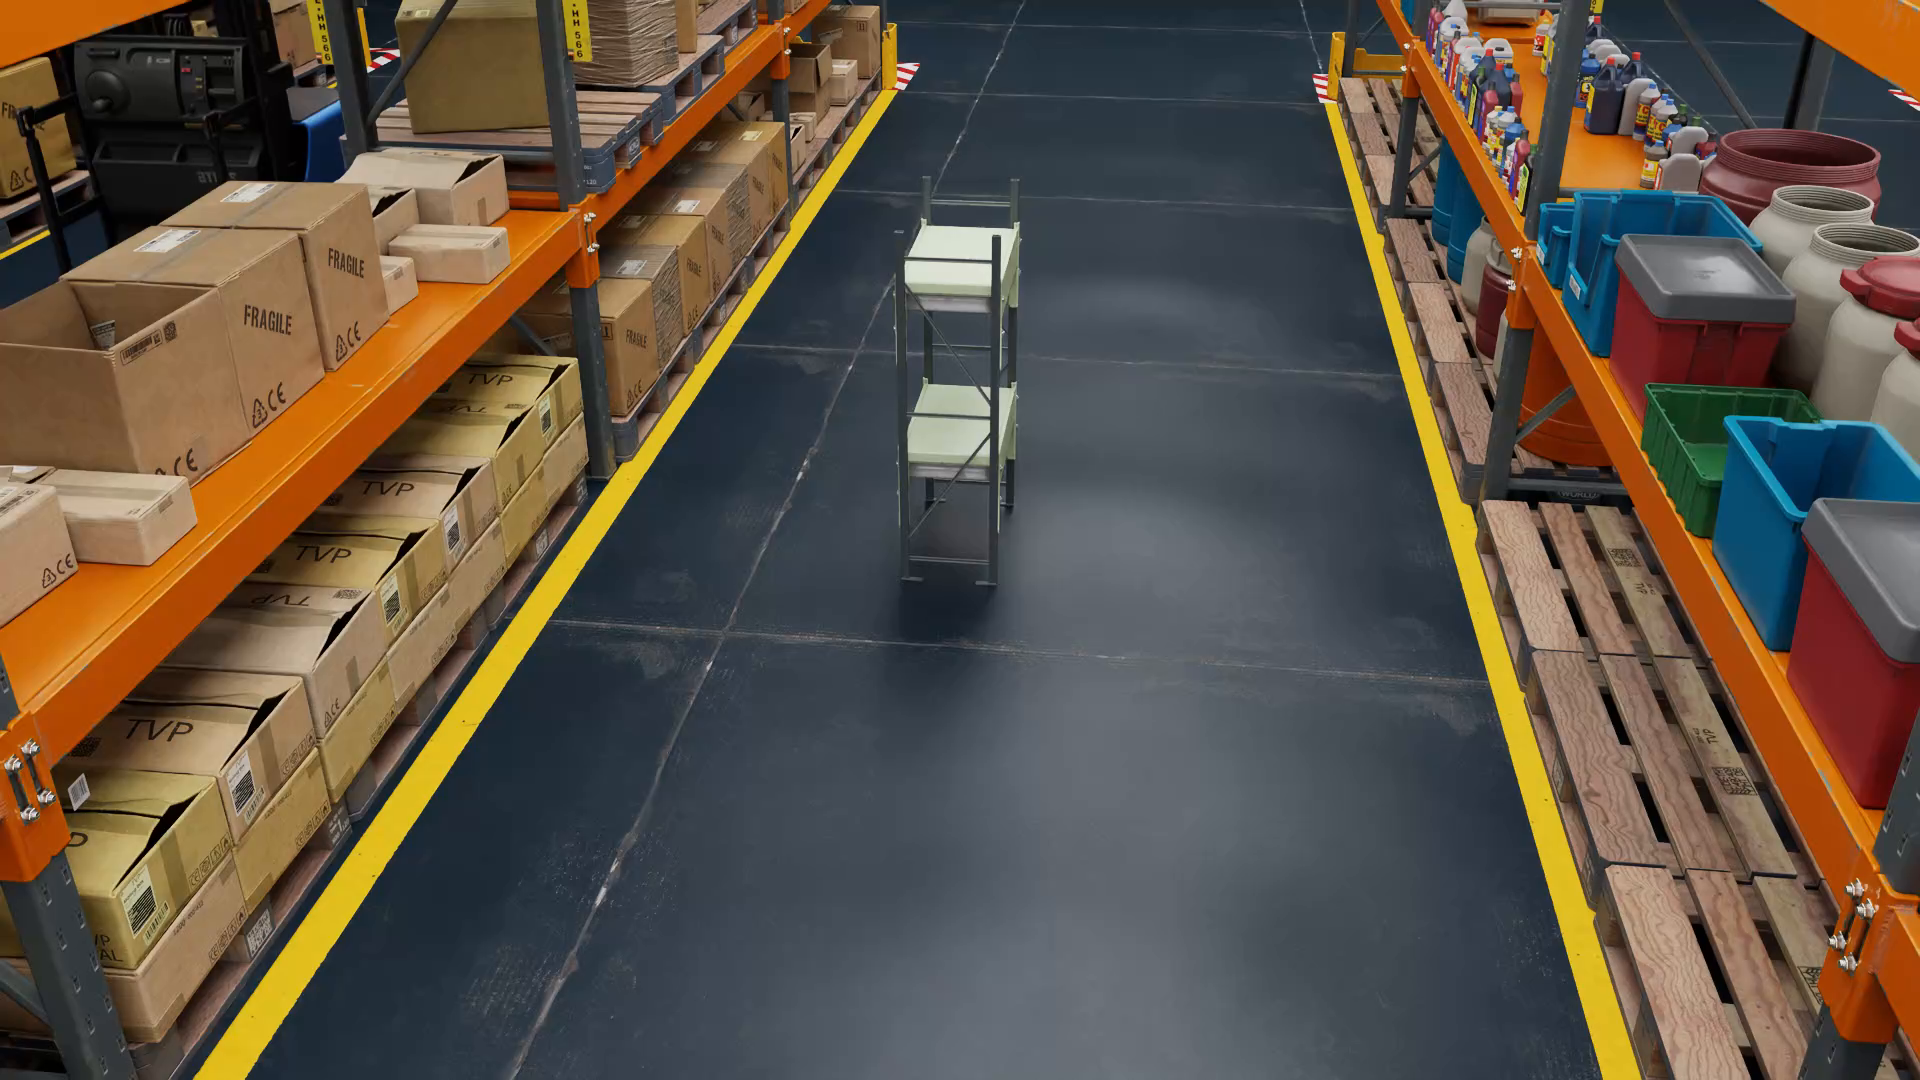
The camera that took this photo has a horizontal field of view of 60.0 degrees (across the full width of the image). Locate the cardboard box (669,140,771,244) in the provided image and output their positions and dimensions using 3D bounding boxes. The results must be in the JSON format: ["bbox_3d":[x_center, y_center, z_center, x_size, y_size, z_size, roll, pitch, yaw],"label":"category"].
[{"bbox_3d":[-1.479,-2.146,10.241,0.500,0.500,0.500,3,29,6],"label":"cardboard box"}]

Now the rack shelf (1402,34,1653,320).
[{"bbox_3d":[3.037,-1.986,8.532,1.077,0.370,4.000,3,28,6],"label":"rack shelf"}]

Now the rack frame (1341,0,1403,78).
[{"bbox_3d":[3.772,-5.127,13.603,1.000,3.000,0.127,3,28,6],"label":"rack frame"}]

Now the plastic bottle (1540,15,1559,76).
[{"bbox_3d":[3.351,-2.779,9.297,0.144,0.351,0.185,3,28,6],"label":"plastic bottle"}]

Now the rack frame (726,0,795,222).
[{"bbox_3d":[-1.634,-3.533,10.646,1.000,3.000,0.127,3,28,6],"label":"rack frame"}]

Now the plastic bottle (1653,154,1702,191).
[{"bbox_3d":[3.014,-1.500,7.003,0.152,0.276,0.135,3,28,6],"label":"plastic bottle"}]

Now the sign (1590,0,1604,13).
[{"bbox_3d":[3.827,-3.333,9.982,0.100,0.325,0.005,3,28,6],"label":"sign"}]

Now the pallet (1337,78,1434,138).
[{"bbox_3d":[3.632,-3.513,13.548,1.003,0.211,1.213,3,28,6],"label":"pallet"}]

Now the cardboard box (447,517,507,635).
[{"bbox_3d":[-2.071,0.116,6.328,0.500,0.250,0.500,4,29,7],"label":"cardboard box"}]

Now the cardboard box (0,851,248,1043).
[{"bbox_3d":[-2.319,1.082,4.534,0.500,0.250,0.500,3,28,5],"label":"cardboard box"}]

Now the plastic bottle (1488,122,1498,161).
[{"bbox_3d":[2.538,-1.880,7.786,0.097,0.201,0.097,0,28,0],"label":"plastic bottle"}]

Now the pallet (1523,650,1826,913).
[{"bbox_3d":[2.506,0.802,5.539,1.003,0.211,1.213,3,28,6],"label":"pallet"}]

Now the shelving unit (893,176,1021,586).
[{"bbox_3d":[-0.001,-0.657,6.888,0.431,1.500,0.755,3,28,6],"label":"shelving unit"}]

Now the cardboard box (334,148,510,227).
[{"bbox_3d":[-2.212,-1.443,6.859,0.500,0.311,0.500,5,29,9],"label":"cardboard box"}]

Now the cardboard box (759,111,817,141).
[{"bbox_3d":[-1.272,-3.073,12.314,0.380,0.166,0.250,3,28,6],"label":"cardboard box"}]

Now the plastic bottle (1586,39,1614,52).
[{"bbox_3d":[3.448,-2.576,8.999,0.152,0.276,0.135,3,28,6],"label":"plastic bottle"}]

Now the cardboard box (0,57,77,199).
[{"bbox_3d":[-6.501,-2.745,11.005,0.750,0.750,0.750,4,29,7],"label":"cardboard box"}]

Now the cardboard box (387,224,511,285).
[{"bbox_3d":[-1.960,-1.101,6.395,0.380,0.149,0.250,3,28,6],"label":"cardboard box"}]

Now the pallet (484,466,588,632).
[{"bbox_3d":[-2.264,-0.038,7.097,1.003,0.211,1.213,3,28,6],"label":"pallet"}]

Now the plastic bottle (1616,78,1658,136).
[{"bbox_3d":[3.335,-2.144,8.198,0.152,0.276,0.135,3,28,6],"label":"plastic bottle"}]

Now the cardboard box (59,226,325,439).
[{"bbox_3d":[-2.378,-0.656,5.200,0.500,0.500,0.500,3,28,6],"label":"cardboard box"}]

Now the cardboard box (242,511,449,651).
[{"bbox_3d":[-2.129,0.107,5.753,0.500,0.311,0.500,4,29,8],"label":"cardboard box"}]

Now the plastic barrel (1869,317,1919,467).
[{"bbox_3d":[2.726,-0.321,4.540,0.433,0.535,0.433,0,28,0],"label":"plastic barrel"}]

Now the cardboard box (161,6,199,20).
[{"bbox_3d":[-6.384,-4.211,13.412,0.380,0.149,0.250,4,29,7],"label":"cardboard box"}]

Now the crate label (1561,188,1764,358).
[{"bbox_3d":[2.401,-0.925,5.766,0.502,0.435,0.616,3,28,6],"label":"crate label"}]

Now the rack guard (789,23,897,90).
[{"bbox_3d":[-1.153,-4.280,14.668,1.175,0.500,0.348,3,28,6],"label":"rack guard"}]

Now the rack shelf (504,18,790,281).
[{"bbox_3d":[-1.879,-2.275,9.069,1.077,0.370,4.000,3,28,6],"label":"rack shelf"}]

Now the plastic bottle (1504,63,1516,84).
[{"bbox_3d":[2.783,-2.293,8.480,0.097,0.271,0.097,0,28,0],"label":"plastic bottle"}]

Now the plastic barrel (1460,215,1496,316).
[{"bbox_3d":[2.953,-1.484,9.023,0.421,0.512,0.421,0,28,0],"label":"plastic barrel"}]

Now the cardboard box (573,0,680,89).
[{"bbox_3d":[-1.857,-2.602,8.369,0.700,0.500,0.500,9,30,16],"label":"cardboard box"}]

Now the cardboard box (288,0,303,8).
[{"bbox_3d":[-5.882,-4.666,14.257,0.380,0.149,0.250,3,28,6],"label":"cardboard box"}]

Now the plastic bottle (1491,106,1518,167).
[{"bbox_3d":[2.526,-1.865,7.684,0.097,0.271,0.097,0,28,0],"label":"plastic bottle"}]

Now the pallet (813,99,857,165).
[{"bbox_3d":[-1.402,-3.205,12.976,1.003,0.211,1.213,3,28,6],"label":"pallet"}]

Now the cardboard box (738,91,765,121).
[{"bbox_3d":[-1.754,-3.181,12.363,0.500,0.311,0.500,3,28,6],"label":"cardboard box"}]

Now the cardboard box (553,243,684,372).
[{"bbox_3d":[-1.726,-1.188,8.465,0.500,0.500,0.500,2,28,4],"label":"cardboard box"}]

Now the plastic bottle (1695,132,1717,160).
[{"bbox_3d":[3.251,-1.647,7.267,0.061,0.283,0.133,3,28,6],"label":"plastic bottle"}]

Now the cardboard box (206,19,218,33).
[{"bbox_3d":[-6.169,-3.979,13.666,0.700,0.500,0.500,2,28,5],"label":"cardboard box"}]

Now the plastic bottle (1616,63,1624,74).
[{"bbox_3d":[3.339,-2.286,8.465,0.097,0.271,0.097,0,28,0],"label":"plastic bottle"}]

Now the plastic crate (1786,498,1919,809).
[{"bbox_3d":[2.057,0.248,3.560,0.402,0.464,0.583,3,28,6],"label":"plastic crate"}]

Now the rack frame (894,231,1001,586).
[{"bbox_3d":[-0.046,-0.485,6.569,0.400,1.500,0.023,3,28,6],"label":"rack frame"}]

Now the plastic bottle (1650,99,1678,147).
[{"bbox_3d":[3.308,-1.931,7.808,0.097,0.271,0.097,0,28,0],"label":"plastic bottle"}]

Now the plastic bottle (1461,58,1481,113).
[{"bbox_3d":[2.652,-2.348,8.581,0.097,0.271,0.097,0,28,0],"label":"plastic bottle"}]

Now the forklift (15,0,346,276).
[{"bbox_3d":[-4.239,-2.383,8.583,1.130,2.935,3.031,3,28,5],"label":"forklift"}]

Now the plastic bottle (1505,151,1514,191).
[{"bbox_3d":[2.478,-1.651,7.361,0.097,0.201,0.097,0,28,0],"label":"plastic bottle"}]

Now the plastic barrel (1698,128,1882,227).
[{"bbox_3d":[3.035,-1.185,6.143,0.600,0.536,0.708,3,28,6],"label":"plastic barrel"}]

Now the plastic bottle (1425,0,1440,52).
[{"bbox_3d":[2.813,-3.045,9.862,0.061,0.283,0.133,3,28,6],"label":"plastic bottle"}]

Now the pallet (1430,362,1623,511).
[{"bbox_3d":[2.847,-0.507,7.968,1.003,0.211,1.213,3,28,6],"label":"pallet"}]

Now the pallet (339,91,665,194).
[{"bbox_3d":[-2.111,-1.889,7.796,1.213,0.211,1.003,3,28,6],"label":"pallet"}]

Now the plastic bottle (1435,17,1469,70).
[{"bbox_3d":[2.802,-2.821,9.455,0.152,0.276,0.135,3,28,6],"label":"plastic bottle"}]

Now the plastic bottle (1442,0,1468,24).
[{"bbox_3d":[2.912,-3.056,9.812,0.144,0.351,0.185,3,28,6],"label":"plastic bottle"}]

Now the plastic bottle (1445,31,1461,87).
[{"bbox_3d":[2.705,-2.627,9.086,0.061,0.283,0.133,3,28,6],"label":"plastic bottle"}]
